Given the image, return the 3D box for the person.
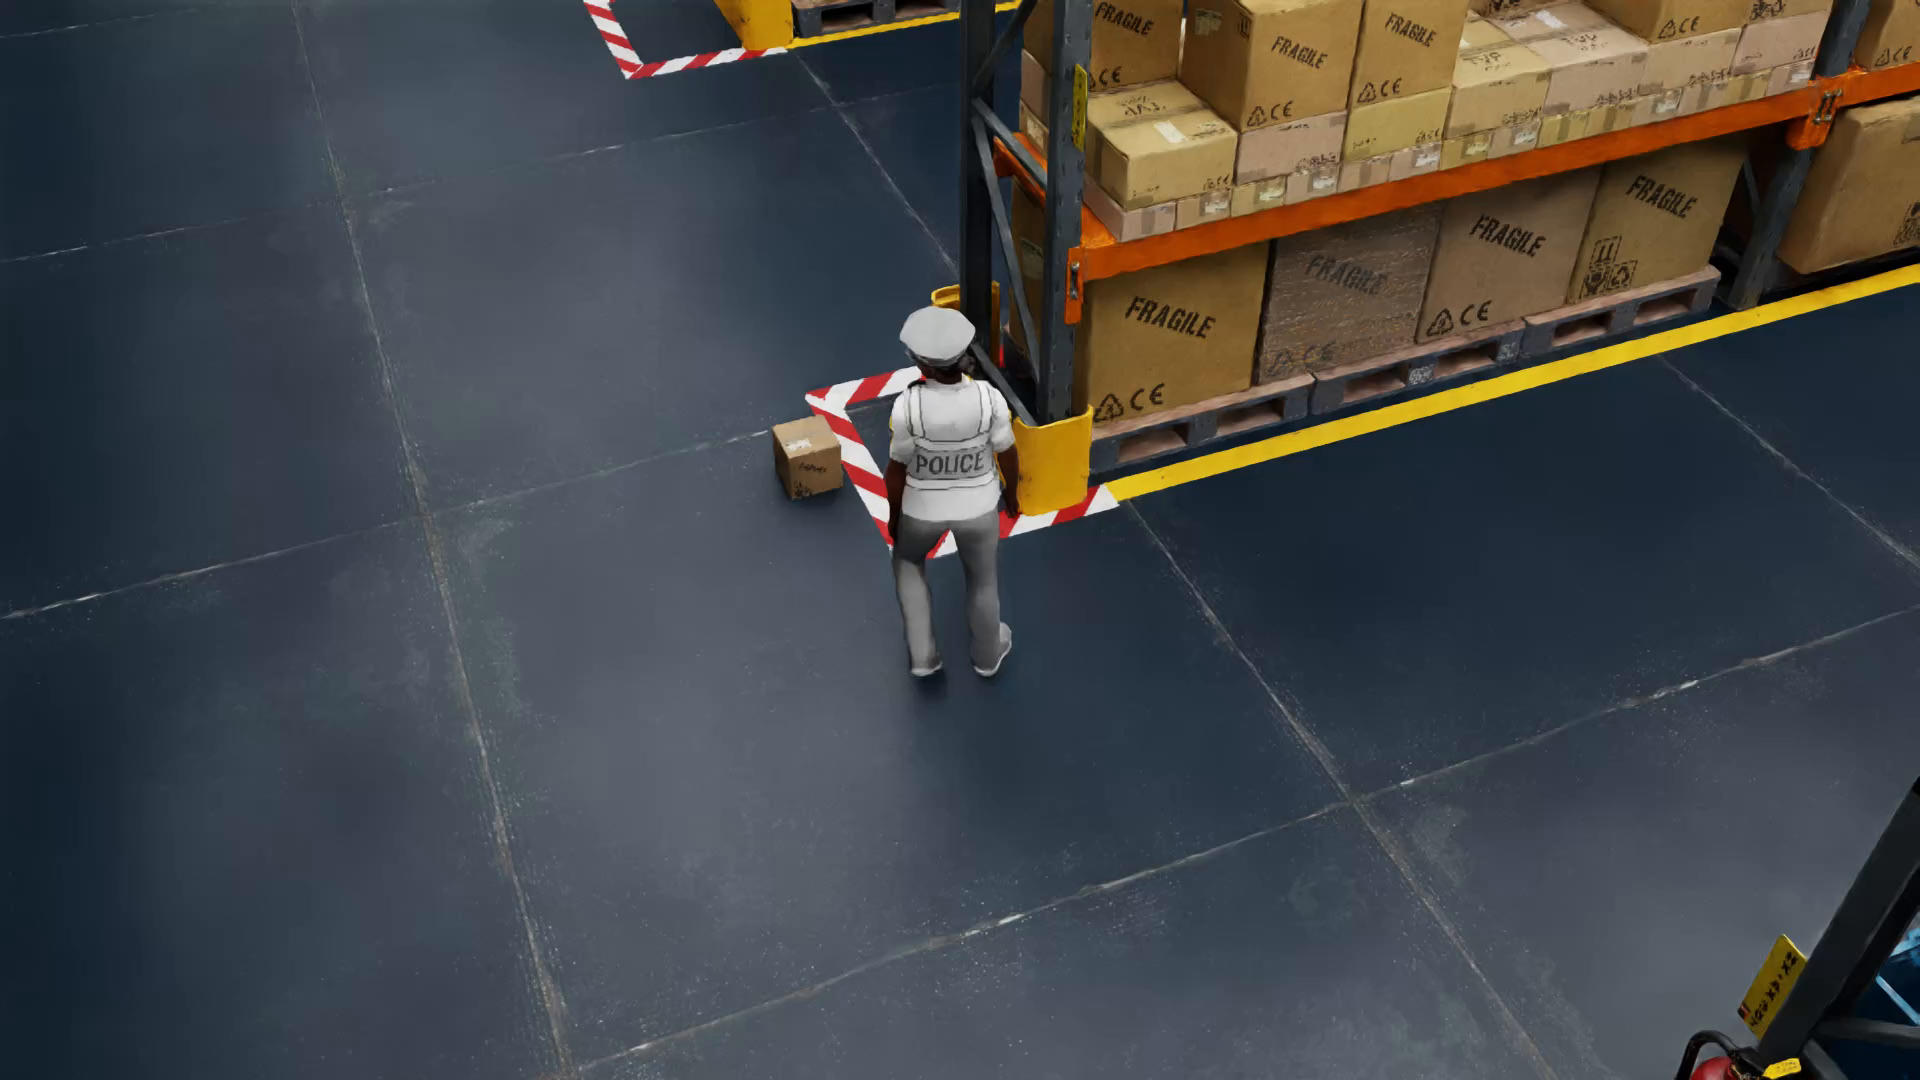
[{"bbox_3d":[-0.022,-0.114,6.266,0.508,1.655,0.388,-2,42,-2],"label":"person"}]
